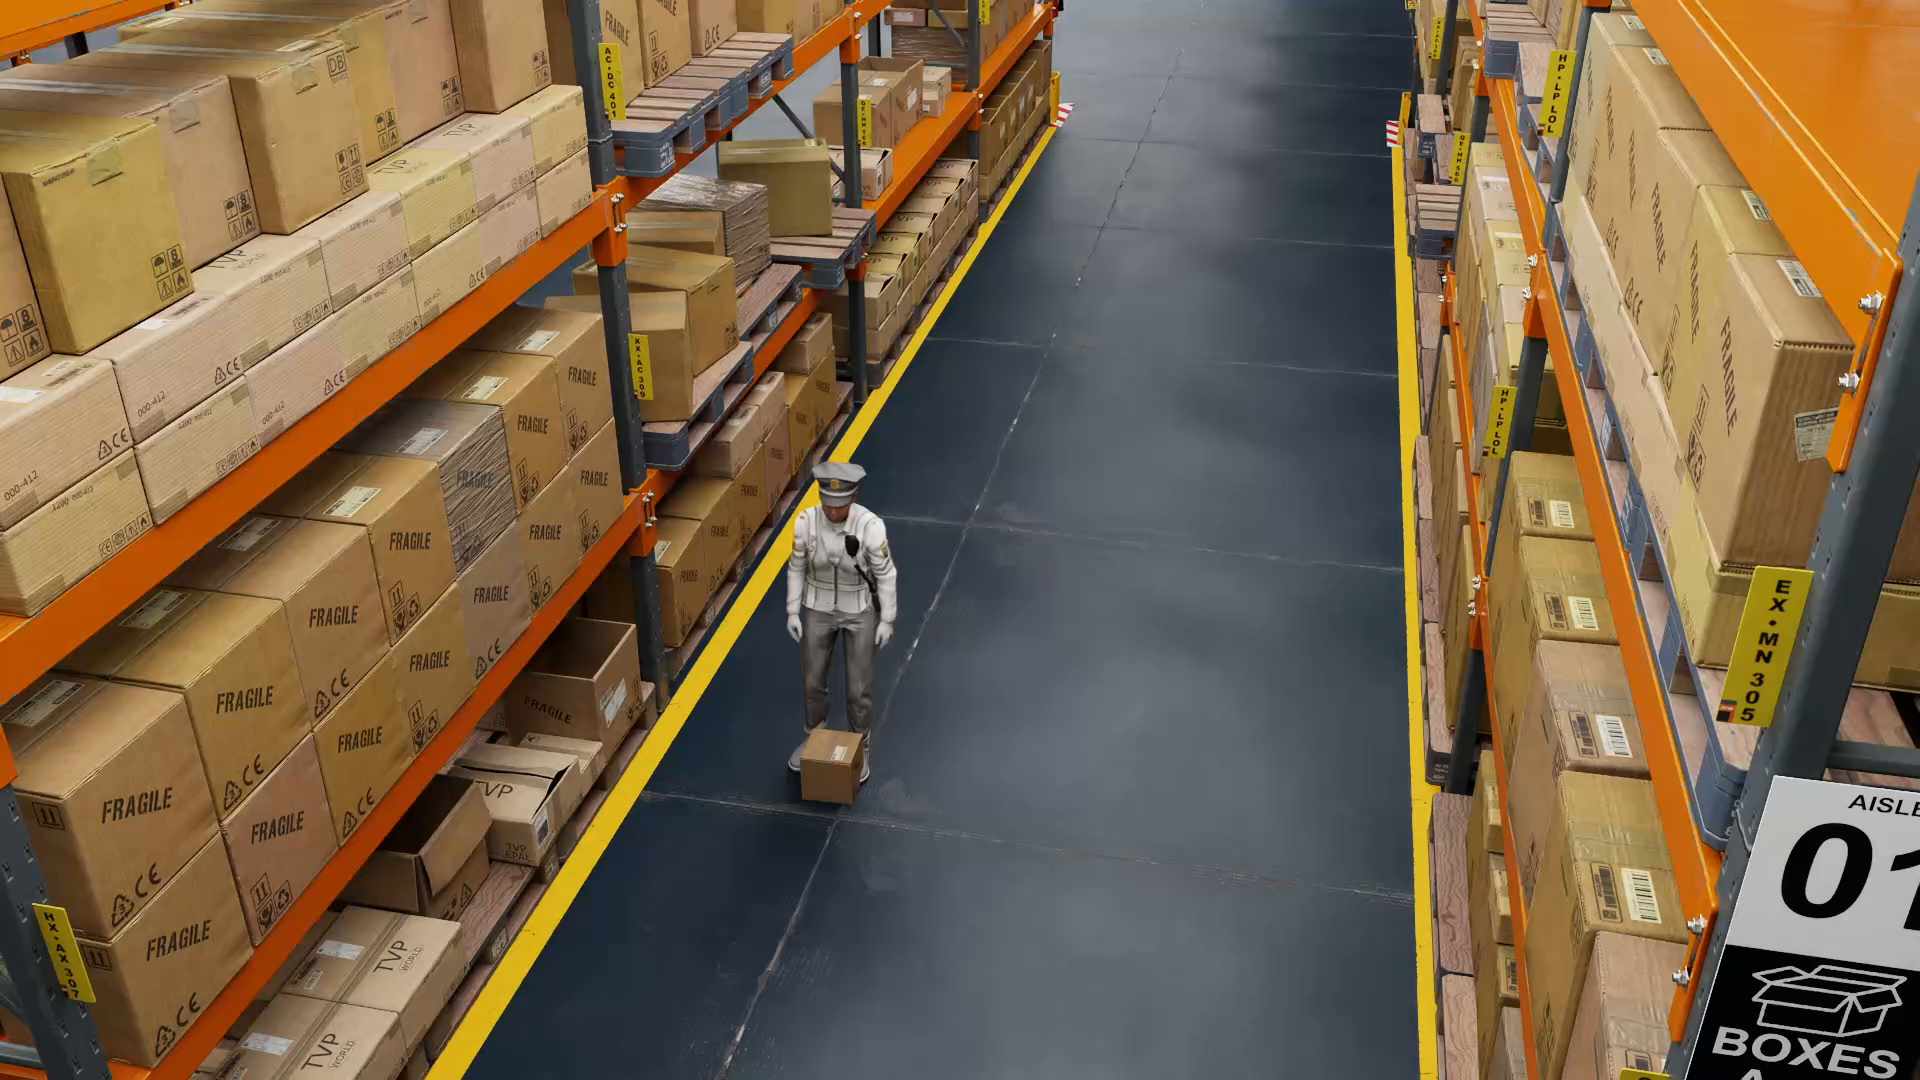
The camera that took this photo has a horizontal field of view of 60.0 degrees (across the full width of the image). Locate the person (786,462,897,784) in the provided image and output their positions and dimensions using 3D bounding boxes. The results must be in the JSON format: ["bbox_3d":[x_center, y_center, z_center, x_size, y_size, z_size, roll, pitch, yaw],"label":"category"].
[{"bbox_3d":[-0.573,0.377,7.927,0.543,1.662,0.416,4,29,7],"label":"person"}]
